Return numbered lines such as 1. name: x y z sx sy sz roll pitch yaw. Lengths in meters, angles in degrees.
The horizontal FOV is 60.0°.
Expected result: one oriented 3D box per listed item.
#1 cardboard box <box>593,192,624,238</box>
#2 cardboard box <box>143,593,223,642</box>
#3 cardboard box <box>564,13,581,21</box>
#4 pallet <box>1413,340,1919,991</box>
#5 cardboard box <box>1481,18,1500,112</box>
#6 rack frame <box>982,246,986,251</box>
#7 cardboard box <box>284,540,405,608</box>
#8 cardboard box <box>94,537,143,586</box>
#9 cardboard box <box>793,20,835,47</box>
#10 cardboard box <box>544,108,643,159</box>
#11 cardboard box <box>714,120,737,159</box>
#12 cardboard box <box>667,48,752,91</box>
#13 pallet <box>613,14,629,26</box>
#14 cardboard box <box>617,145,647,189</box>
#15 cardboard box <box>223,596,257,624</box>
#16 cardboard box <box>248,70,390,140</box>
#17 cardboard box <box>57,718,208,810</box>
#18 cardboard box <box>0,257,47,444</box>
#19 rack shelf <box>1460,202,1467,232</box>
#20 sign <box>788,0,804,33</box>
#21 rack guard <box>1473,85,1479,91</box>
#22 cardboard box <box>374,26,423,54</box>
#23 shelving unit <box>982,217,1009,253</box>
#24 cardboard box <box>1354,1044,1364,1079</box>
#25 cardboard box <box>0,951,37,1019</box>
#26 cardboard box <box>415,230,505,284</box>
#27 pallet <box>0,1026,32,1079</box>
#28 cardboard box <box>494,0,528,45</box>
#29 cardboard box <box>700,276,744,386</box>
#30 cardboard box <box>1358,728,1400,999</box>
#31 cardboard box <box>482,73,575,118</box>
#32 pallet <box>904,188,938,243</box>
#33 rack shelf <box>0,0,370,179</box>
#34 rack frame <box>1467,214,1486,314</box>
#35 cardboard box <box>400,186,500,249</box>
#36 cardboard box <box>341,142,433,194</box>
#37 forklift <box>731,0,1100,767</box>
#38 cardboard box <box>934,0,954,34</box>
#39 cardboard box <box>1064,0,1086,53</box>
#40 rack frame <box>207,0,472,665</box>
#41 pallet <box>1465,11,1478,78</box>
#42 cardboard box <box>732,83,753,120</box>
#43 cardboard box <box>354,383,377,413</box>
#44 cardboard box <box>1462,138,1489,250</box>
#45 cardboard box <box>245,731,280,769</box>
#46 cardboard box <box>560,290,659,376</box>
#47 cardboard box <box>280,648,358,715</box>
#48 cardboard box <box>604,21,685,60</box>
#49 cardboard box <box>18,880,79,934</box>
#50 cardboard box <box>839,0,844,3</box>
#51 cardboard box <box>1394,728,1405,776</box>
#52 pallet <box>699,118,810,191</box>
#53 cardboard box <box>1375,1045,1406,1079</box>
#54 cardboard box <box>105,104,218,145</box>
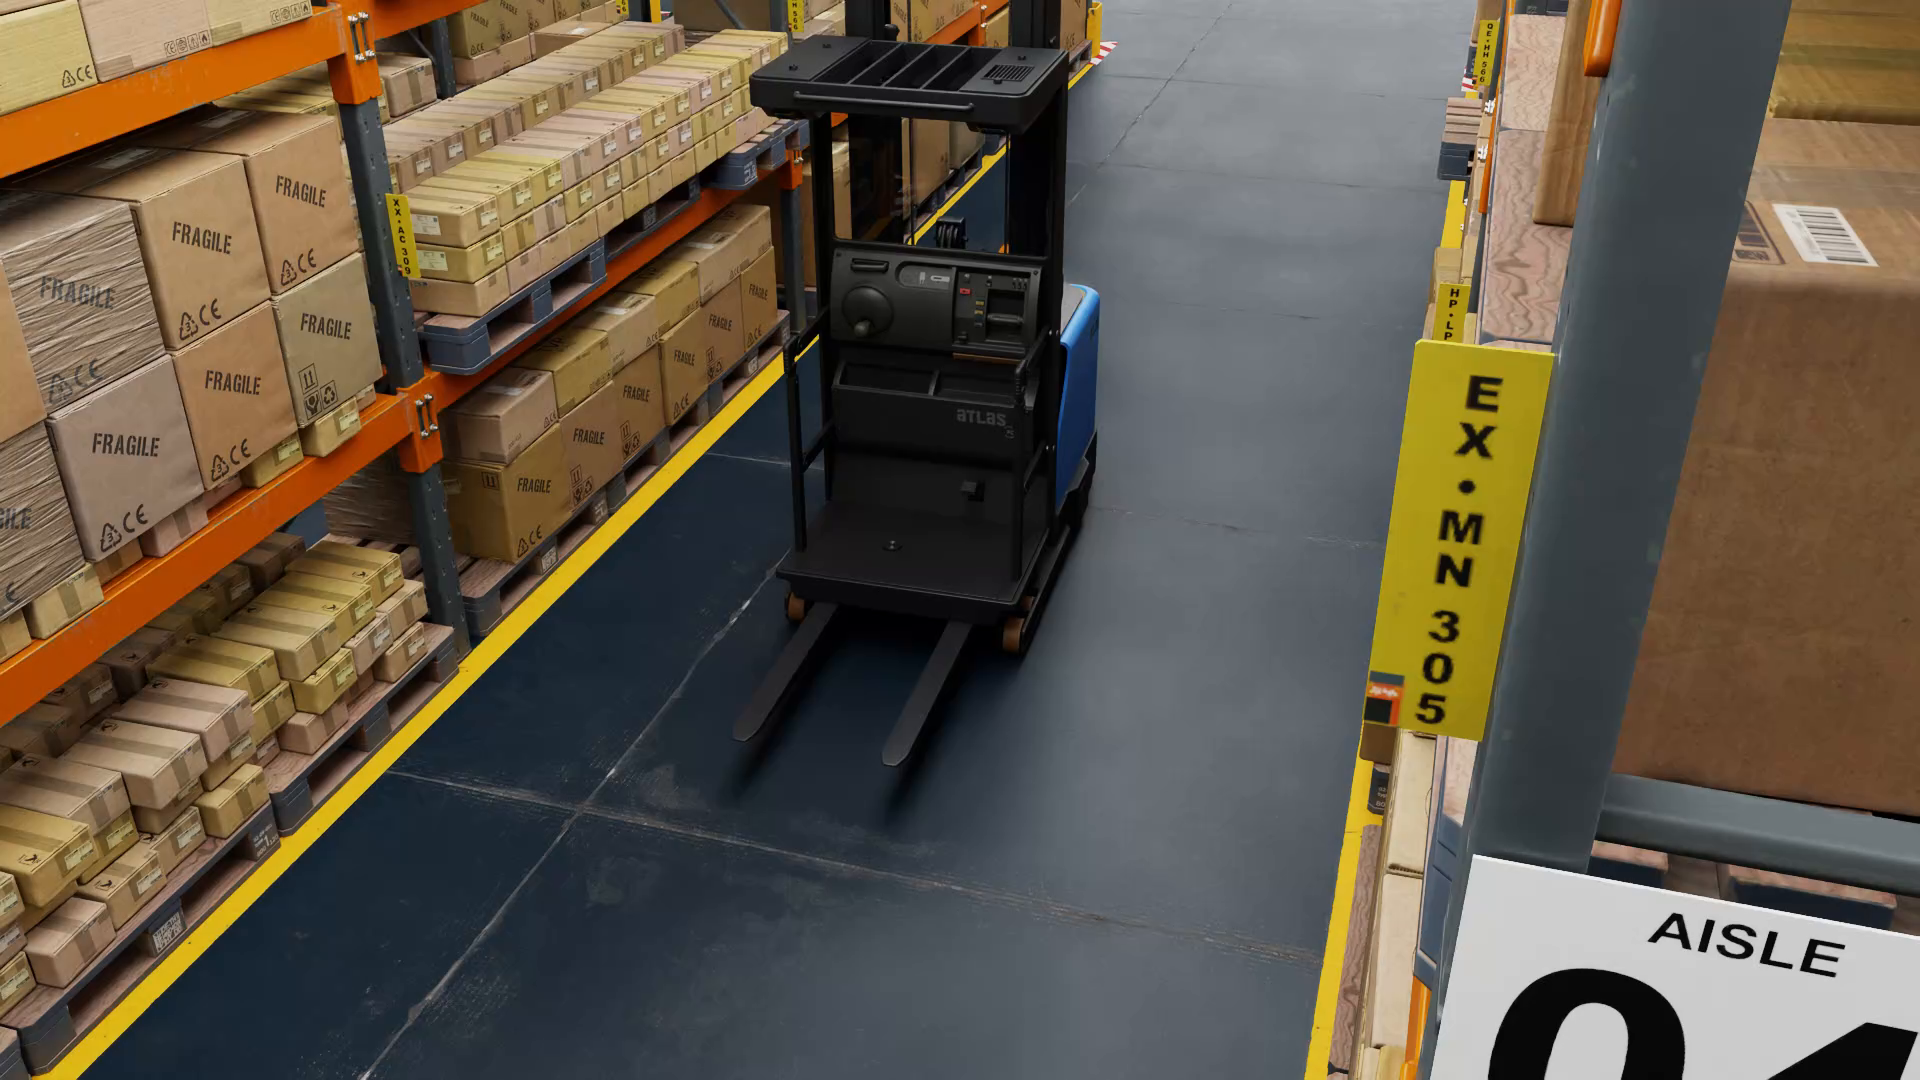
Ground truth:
1. cardboard box: -1.798 -1.529 7.740 0.380 0.149 0.250 7 30 13
2. cardboard box: -3.119 0.319 6.480 0.380 0.149 0.250 8 30 14
3. cardboard box: -4.182 -5.178 16.869 0.500 0.250 0.500 7 30 13
4. pallet: 1.091 0.137 1.923 1.003 0.211 1.213 8 30 15
5. cardboard box: 3.419 -2.720 9.519 0.700 0.500 0.500 13 32 22
6. rack frame: 0.228 -0.954 8.731 0.240 1.200 0.015 8 30 13
7. cardboard box: -2.511 0.147 6.789 0.380 0.149 0.250 9 30 16
8. cardboard box: -2.898 0.026 5.375 0.380 0.149 0.250 8 30 14
9. cardboard box: -1.091 -2.931 10.330 0.500 0.500 0.500 9 30 15
10. cardboard box: -1.721 -1.910 7.813 0.380 0.149 0.250 10 31 17
11. cardboard box: -1.413 -2.146 8.848 0.380 0.149 0.250 8 30 14
12. cardboard box: -1.339 -2.519 8.908 0.380 0.149 0.250 9 30 16
13. pallet: -4.189 -5.468 17.862 1.003 0.211 1.213 8 30 15
14. cardboard box: -1.719 -1.790 7.902 0.380 0.149 0.250 8 30 14
15. cardboard box: -3.056 0.328 6.770 0.380 0.149 0.250 9 30 15
16. cardboard box: -5.428 -3.692 14.072 0.950 0.372 0.625 10 31 18
17. cardboard box: -2.823 0.763 5.681 0.380 0.149 0.250 7 30 13
18. cardboard box: -2.981 -0.492 4.611 0.500 0.500 0.500 8 30 13
19. rack shelf: 2.644 -0.718 7.196 1.077 0.370 4.000 8 30 15
20. sign: -0.959 -3.115 9.655 0.100 0.325 0.005 8 30 15
21. rack guard: 5.557 -4.552 15.919 1.175 0.500 0.348 8 30 15
22. cardboard box: -5.151 -4.858 15.522 0.500 0.500 0.500 8 30 14
23. shelving unit: 0.293 -1.068 8.936 0.258 1.200 0.503 8 30 13
24. cardboard box: 0.971 1.178 3.305 0.380 0.149 0.250 8 30 14
25. cardboard box: -3.141 1.380 5.184 0.380 0.149 0.250 9 30 15
26. cardboard box: -2.100 -1.179 6.805 0.380 0.149 0.250 9 30 16
27. pallet: -3.534 1.812 4.776 1.003 0.211 1.213 8 30 15
28. cardboard box: -4.491 -5.031 15.833 0.500 0.500 0.500 10 31 17
29. cardboard box: -1.580 -1.224 9.504 0.500 0.500 0.500 10 31 17
30. cardboard box: 1.787 0.937 5.234 0.875 0.875 0.875 8 30 15
31. cardboard box: -2.186 -2.252 8.428 0.380 0.149 0.250 9 30 16
32. pallet: -0.817 -2.419 12.381 1.003 0.211 1.213 8 30 15
33. rack shelf: -3.242 -0.925 4.482 1.077 0.370 4.000 8 30 15
34. rack frame: 2.057 -0.103 5.350 1.000 3.000 0.127 8 30 15
35. cardboard box: -2.100 -1.309 6.732 0.380 0.149 0.250 10 31 17
36. cardboard box: -2.568 -1.651 7.347 0.380 0.149 0.250 8 30 13
37. forklift: -0.164 -0.987 7.009 1.130 2.935 3.031 7 30 13
38. cardboard box: -0.353 -4.104 12.439 0.500 0.500 0.500 8 30 14
39. cardboard box: 0.731 -5.365 16.562 0.875 0.875 0.875 9 30 15
40. rack frame: -2.655 -0.858 6.707 1.000 3.000 0.127 8 30 15
41. pallet: 4.042 -3.403 11.479 1.003 0.211 1.213 8 30 15
42. cardboard box: -1.342 -2.379 8.962 0.380 0.149 0.250 9 30 16
43. cardboard box: -2.515 -0.582 6.469 0.380 0.149 0.250 8 30 14
44. cardboard box: 2.679 -1.579 7.900 0.500 0.500 0.500 8 30 14
45. cardboard box: -2.810 0.781 6.261 0.380 0.149 0.250 8 30 14
46. cardboard box: -1.878 -1.067 8.450 0.500 0.250 0.500 10 31 17
47. cardboard box: -2.573 0.521 6.423 0.380 0.149 0.250 7 30 13
48. cardboard box: -1.803 -2.861 9.523 0.380 0.149 0.250 9 30 15
49. cardboard box: -3.102 1.108 5.367 0.380 0.149 0.250 10 31 17
50. cardboard box: -1.044 -3.879 11.005 0.700 0.500 0.500 8 30 14
51. cardboard box: 1.348 0.582 4.376 0.380 0.149 0.250 8 30 14
52. pallet: -1.588 -2.287 9.472 1.213 0.211 1.003 8 30 15
53. cardboard box: 0.775 1.100 2.265 0.500 0.500 0.500 9 30 15
54. cardboard box: -3.020 -1.294 6.053 0.500 0.500 0.500 9 30 16
